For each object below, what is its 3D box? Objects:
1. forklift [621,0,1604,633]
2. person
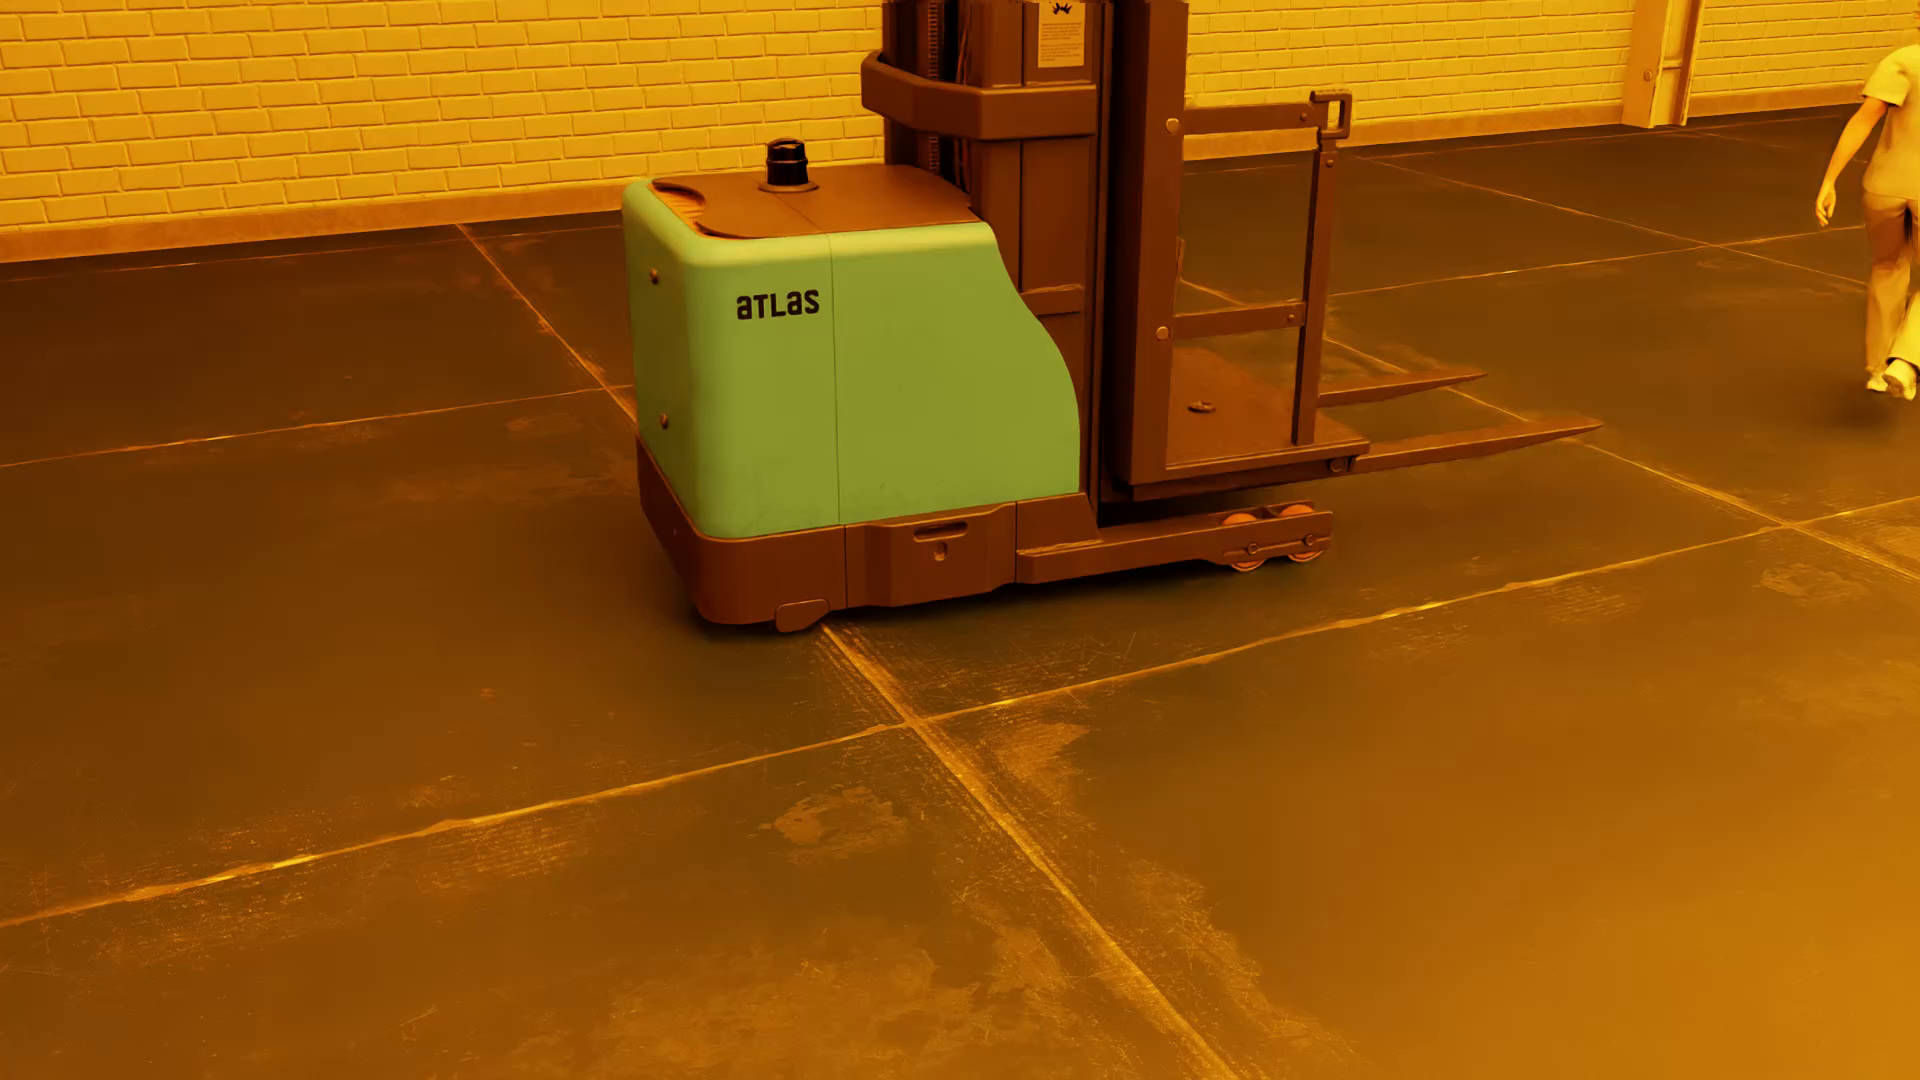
[{"bbox_3d":[0.574,-1.443,4.760,3.031,2.935,1.130,-8,24,-19],"label":"forklift"},{"bbox_3d":[3.515,-1.289,6.144,0.522,1.604,0.711,16,27,34],"label":"person"}]
